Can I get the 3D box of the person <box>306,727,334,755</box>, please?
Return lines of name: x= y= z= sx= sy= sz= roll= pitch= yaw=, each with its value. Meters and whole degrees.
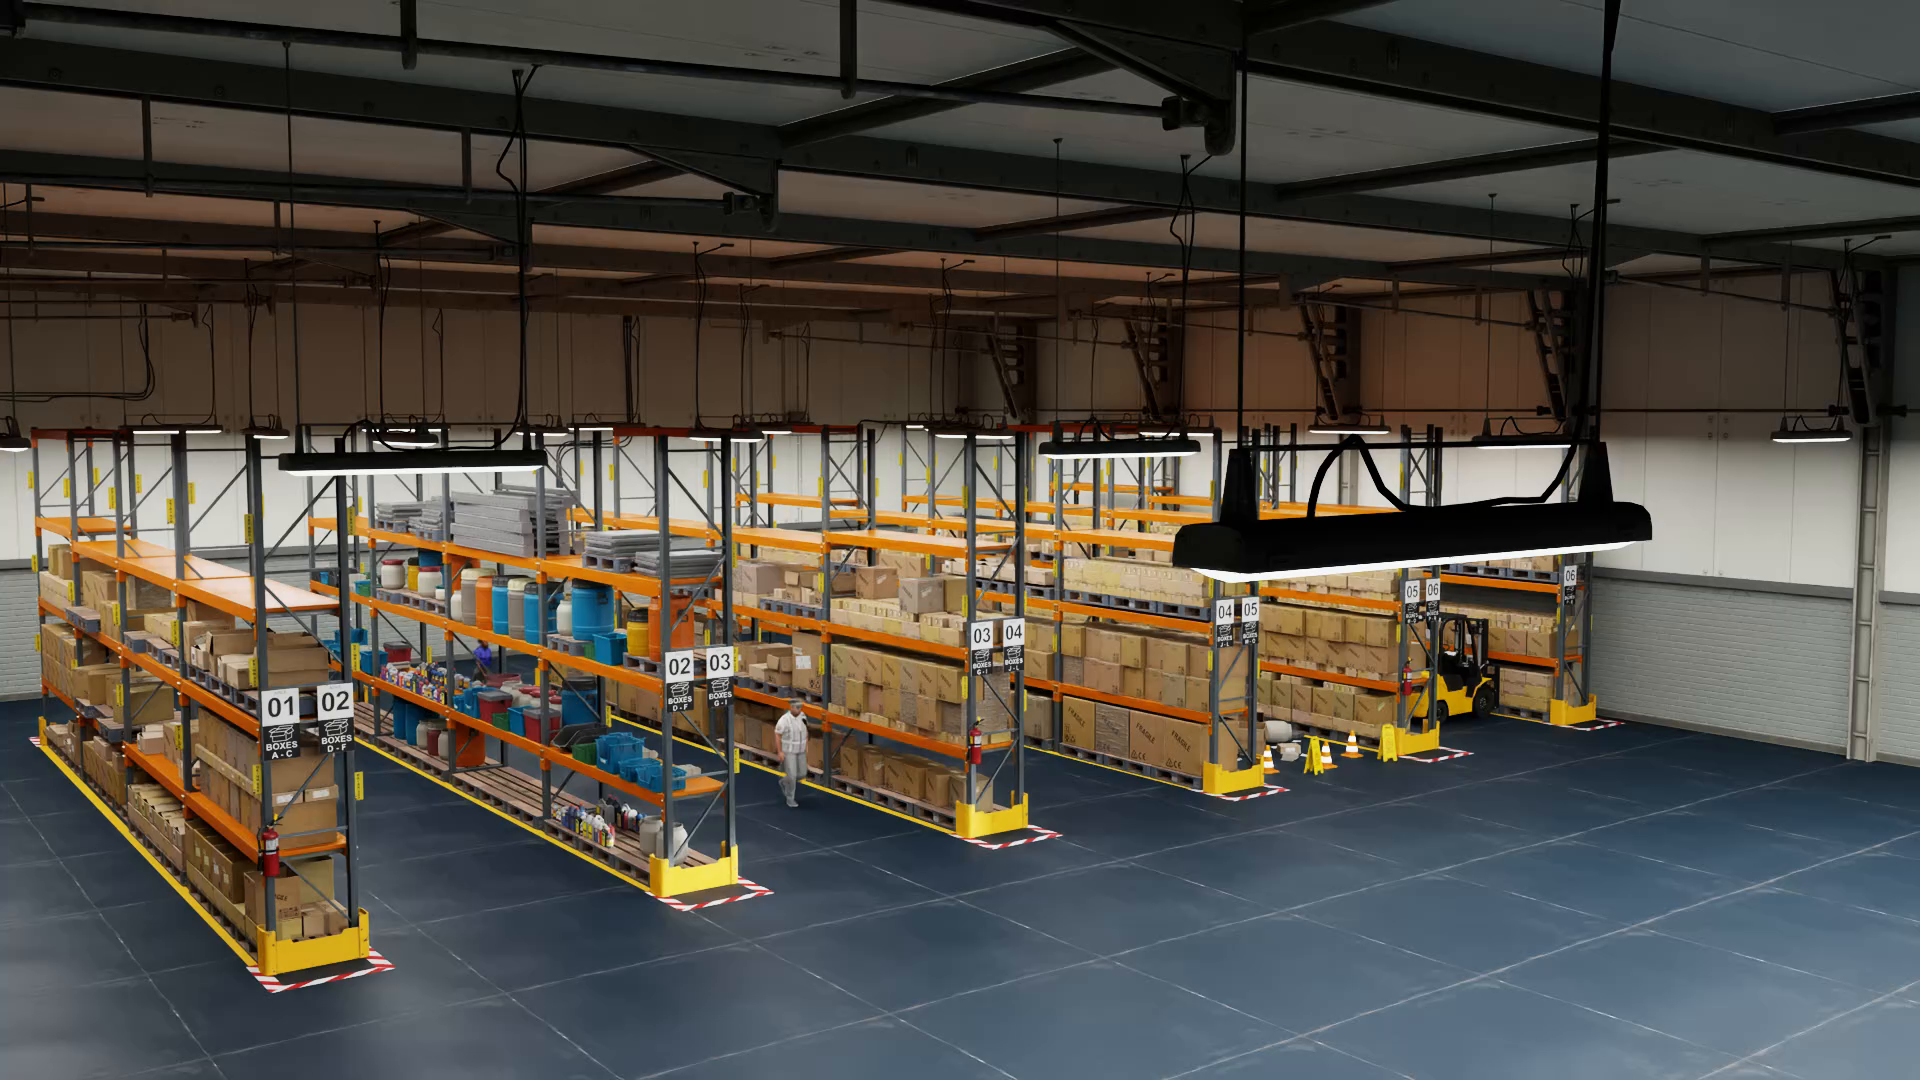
person: x=-10.309 y=3.385 z=26.791 sx=0.517 sy=1.674 sz=0.406 roll=-3 pitch=6 yaw=-37

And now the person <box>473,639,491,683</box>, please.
person: x=-9.982 y=2.789 z=34.939 sx=1.068 sy=1.571 sz=0.439 roll=4 pitch=6 yaw=40

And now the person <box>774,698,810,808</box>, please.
person: x=-2.722 y=3.378 z=26.708 sx=0.600 sy=1.742 sz=0.614 roll=4 pitch=6 yaw=44
